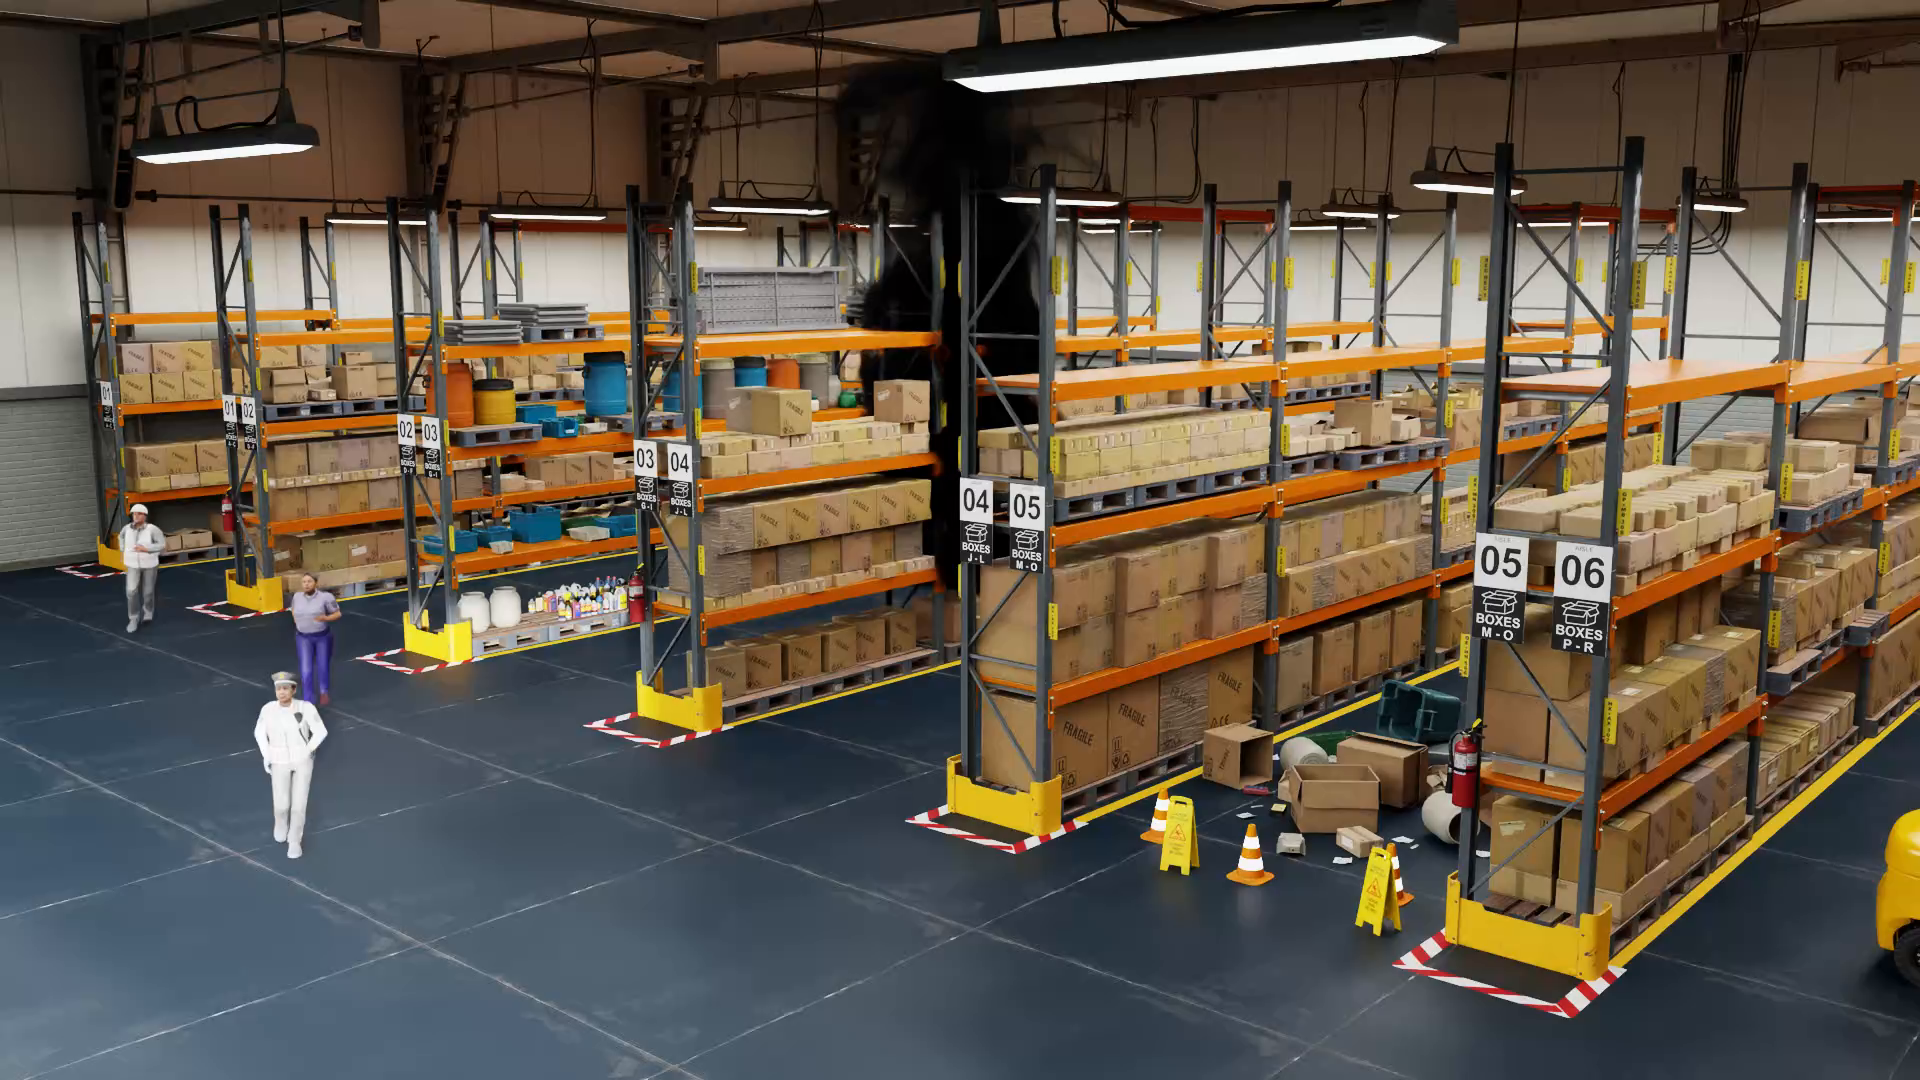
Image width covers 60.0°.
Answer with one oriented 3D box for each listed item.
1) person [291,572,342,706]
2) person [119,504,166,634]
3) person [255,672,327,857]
[{"bbox_3d":[-7.427,1.200,19.225,0.577,1.706,0.758,-2,10,-14],"label":"person"},{"bbox_3d":[-11.618,0.372,23.669,0.639,1.802,0.746,-3,10,-17],"label":"person"},{"bbox_3d":[-5.856,1.957,14.577,0.605,1.665,0.569,-3,10,-16],"label":"person"}]
